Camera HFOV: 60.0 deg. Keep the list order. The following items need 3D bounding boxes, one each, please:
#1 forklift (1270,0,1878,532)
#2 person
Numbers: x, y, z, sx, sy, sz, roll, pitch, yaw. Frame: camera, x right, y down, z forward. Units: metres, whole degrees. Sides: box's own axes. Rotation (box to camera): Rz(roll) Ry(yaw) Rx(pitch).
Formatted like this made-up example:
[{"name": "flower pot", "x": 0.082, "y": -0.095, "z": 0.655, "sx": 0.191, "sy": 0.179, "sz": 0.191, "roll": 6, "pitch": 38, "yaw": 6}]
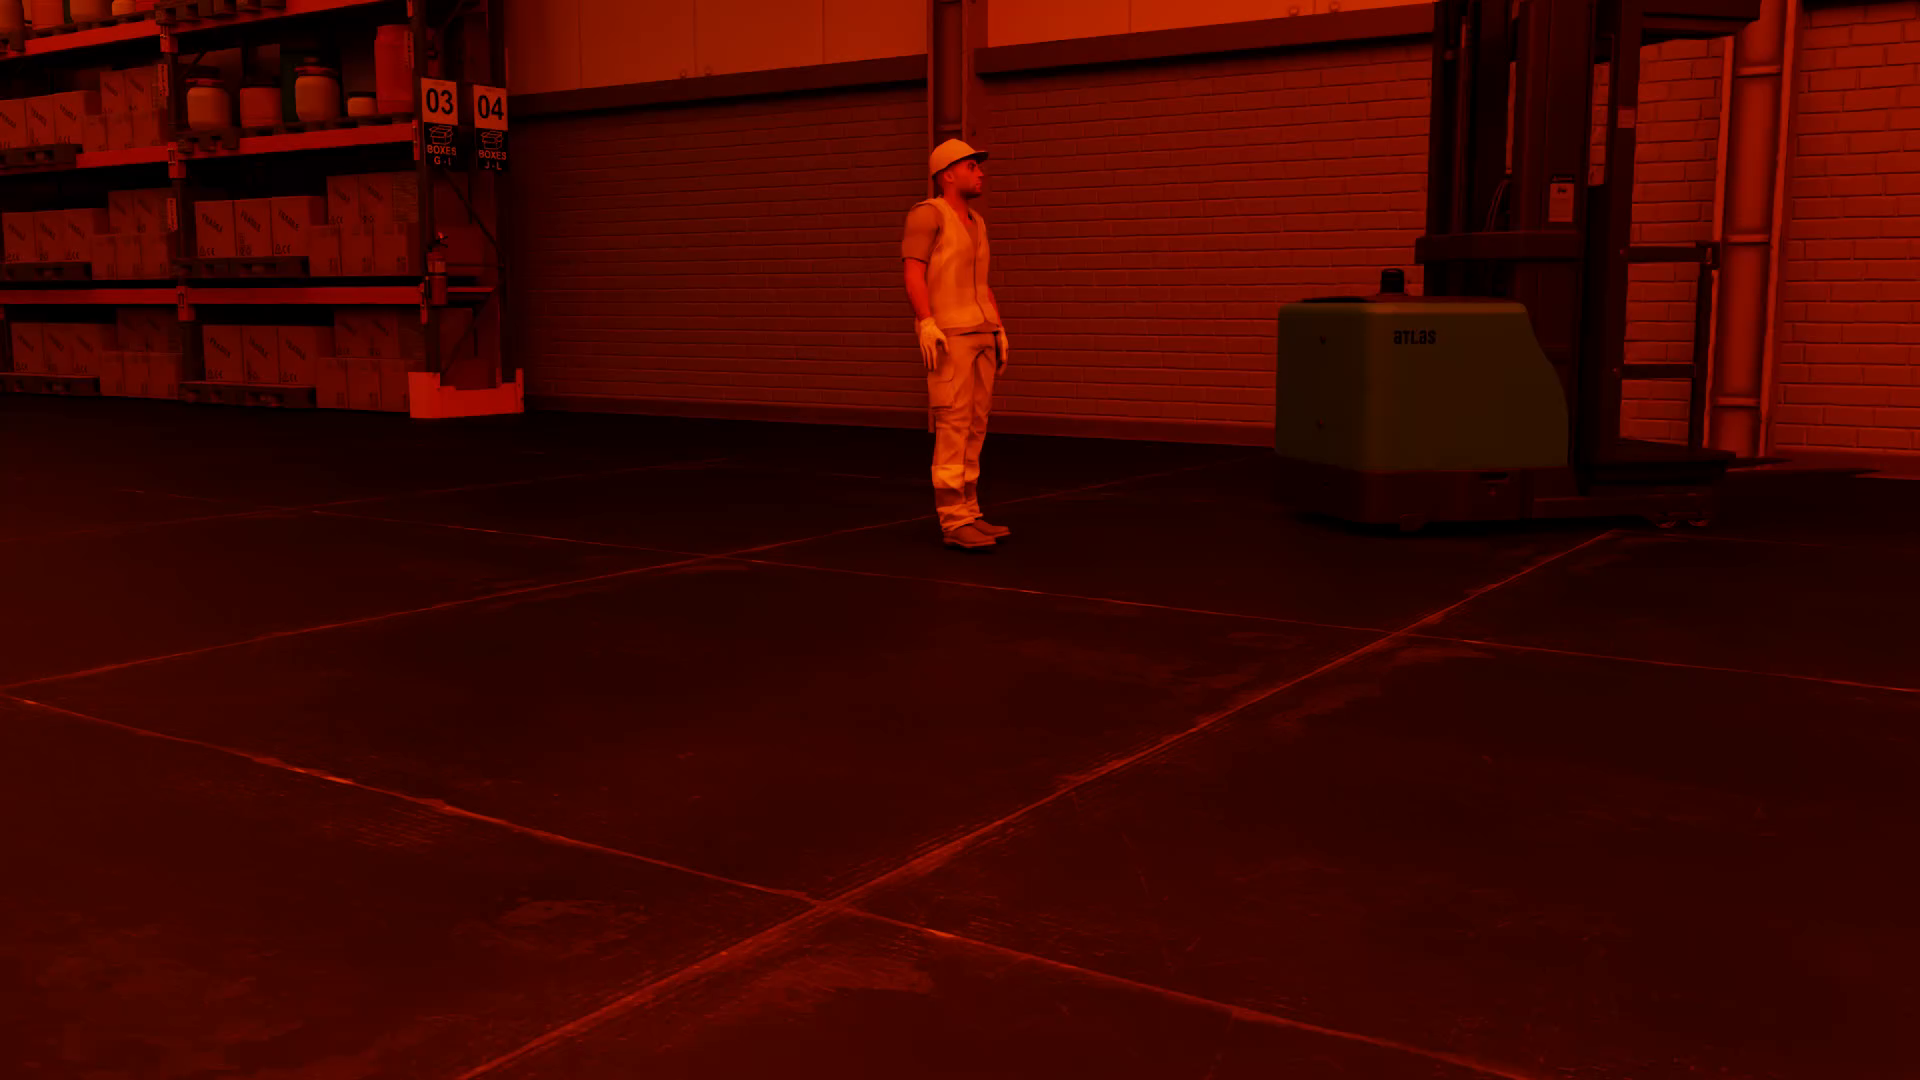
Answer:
[{"name": "forklift", "x": 3.165, "y": -1.577, "z": 8.281, "sx": 3.031, "sy": 2.935, "sz": 1.130, "roll": -2, "pitch": 8, "yaw": -15}, {"name": "person", "x": 0.061, "y": -0.885, "z": 7.423, "sx": 0.562, "sy": 1.789, "sz": 0.638, "roll": 5, "pitch": 10, "yaw": 34}]
